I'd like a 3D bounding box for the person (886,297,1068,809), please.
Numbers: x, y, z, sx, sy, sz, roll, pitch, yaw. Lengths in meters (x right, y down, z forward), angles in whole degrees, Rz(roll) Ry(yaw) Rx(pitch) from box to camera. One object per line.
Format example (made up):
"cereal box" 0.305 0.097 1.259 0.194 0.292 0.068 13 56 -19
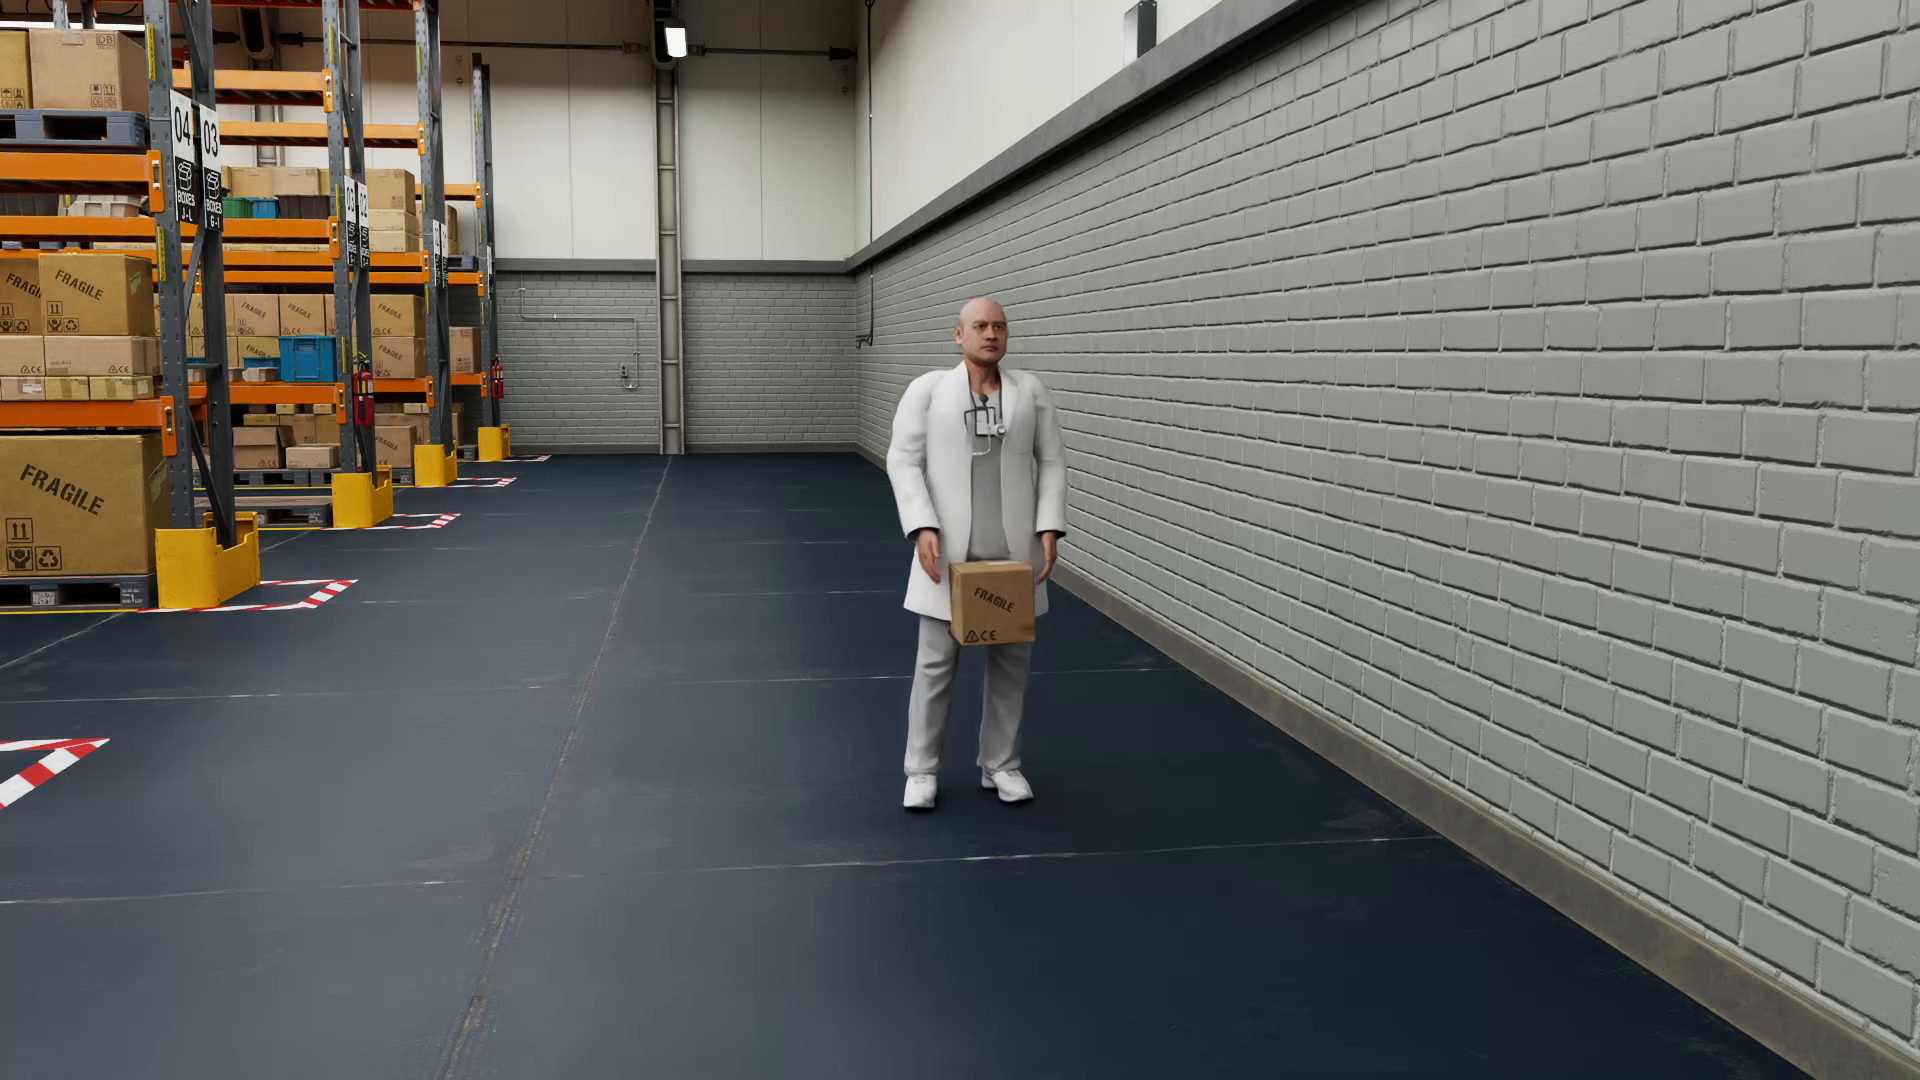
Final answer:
"person" 0.071 0.042 5.862 0.651 1.779 0.436 -1 6 -9
